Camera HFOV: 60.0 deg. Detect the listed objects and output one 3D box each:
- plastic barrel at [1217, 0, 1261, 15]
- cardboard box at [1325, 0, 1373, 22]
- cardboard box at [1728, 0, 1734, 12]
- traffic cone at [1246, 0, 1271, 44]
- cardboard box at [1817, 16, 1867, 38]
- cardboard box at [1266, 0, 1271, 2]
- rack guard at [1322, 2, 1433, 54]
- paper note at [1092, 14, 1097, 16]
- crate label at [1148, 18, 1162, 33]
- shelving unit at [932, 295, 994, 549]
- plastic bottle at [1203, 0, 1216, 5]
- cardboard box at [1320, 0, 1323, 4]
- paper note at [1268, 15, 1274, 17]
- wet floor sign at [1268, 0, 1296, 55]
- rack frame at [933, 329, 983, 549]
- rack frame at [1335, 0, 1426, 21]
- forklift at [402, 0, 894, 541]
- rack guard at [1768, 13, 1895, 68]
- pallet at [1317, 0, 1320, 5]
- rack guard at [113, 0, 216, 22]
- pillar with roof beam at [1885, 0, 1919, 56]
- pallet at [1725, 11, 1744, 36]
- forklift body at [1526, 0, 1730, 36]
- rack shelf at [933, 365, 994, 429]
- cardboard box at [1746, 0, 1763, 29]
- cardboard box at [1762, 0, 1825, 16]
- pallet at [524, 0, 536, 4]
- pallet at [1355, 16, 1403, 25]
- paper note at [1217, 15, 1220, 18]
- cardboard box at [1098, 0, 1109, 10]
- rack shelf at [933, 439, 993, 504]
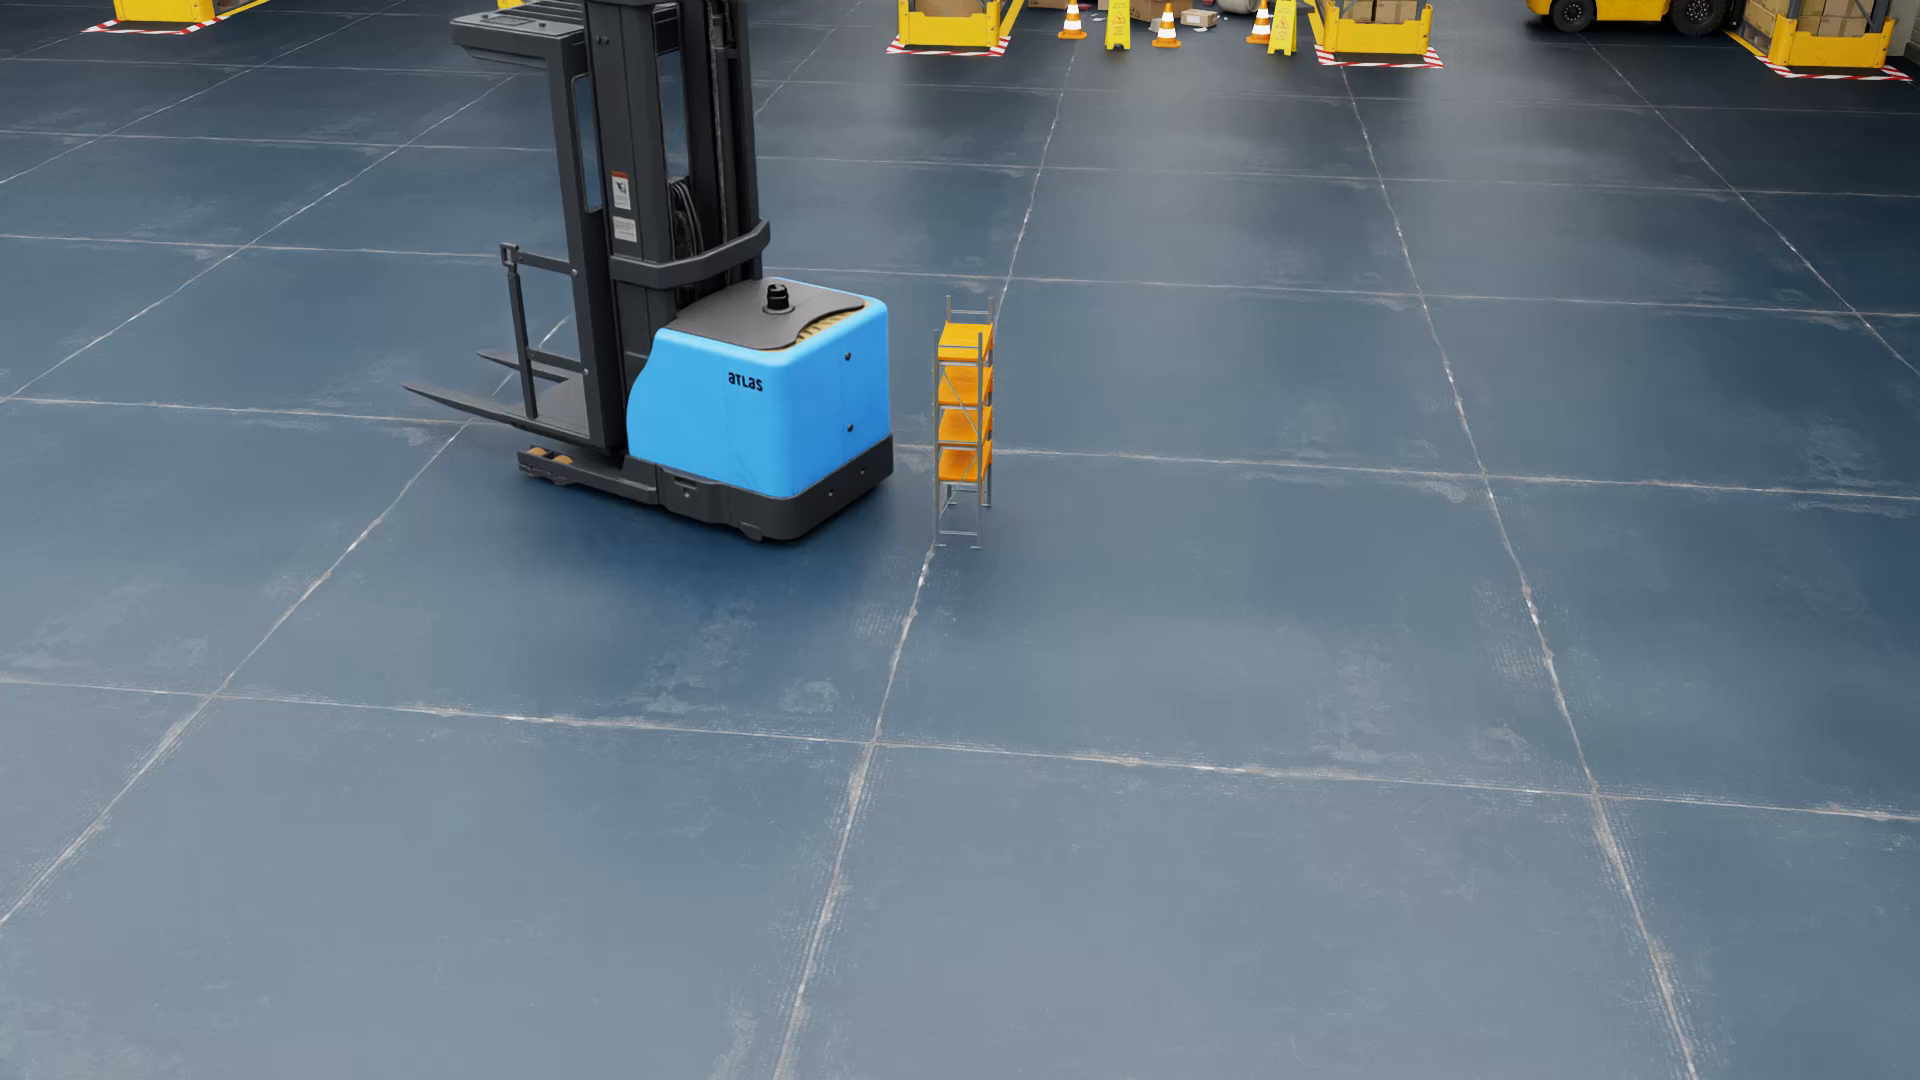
[{"bbox_3d":[3.554,-6.905,21.121,0.421,0.421,0.512,-24,36,-37],"label":"plastic barrel"},{"bbox_3d":[4.638,-6.361,19.851,0.500,0.250,0.500,3,28,6],"label":"cardboard box"},{"bbox_3d":[9.656,-6.621,20.333,0.500,0.250,0.500,4,29,8],"label":"cardboard box"},{"bbox_3d":[3.576,-6.140,19.659,0.336,0.463,0.334,3,28,6],"label":"traffic cone"},{"bbox_3d":[9.984,-5.887,18.971,0.500,0.250,0.500,3,29,6],"label":"cardboard box"},{"bbox_3d":[3.812,-7.337,21.840,0.500,0.500,0.500,-24,36,-37],"label":"cardboard box"},{"bbox_3d":[4.813,-5.915,19.201,1.175,0.500,0.348,3,28,6],"label":"rack guard"},{"bbox_3d":[1.712,-6.676,21.131,0.032,0.001,0.123,20,34,32],"label":"paper note"},{"bbox_3d":[2.467,-6.275,20.252,0.250,0.136,0.298,-11,30,-20],"label":"crate label"},{"bbox_3d":[0.020,-0.606,8.610,0.258,1.200,0.503,3,28,6],"label":"shelving unit"},{"bbox_3d":[3.274,-7.070,21.809,0.133,0.061,0.283,8,29,15],"label":"plastic bottle"},{"bbox_3d":[4.765,-6.840,20.740,0.500,0.250,0.500,2,28,4],"label":"cardboard box"},{"bbox_3d":[3.911,-6.637,21.038,0.142,0.019,0.148,-6,29,-11],"label":"paper note"},{"bbox_3d":[3.718,-5.916,19.050,0.267,0.644,0.232,14,31,24],"label":"wet floor sign"},{"bbox_3d":[-0.010,-0.491,8.397,0.240,1.200,0.015,3,28,6],"label":"rack frame"},{"bbox_3d":[4.803,-6.979,18.542,1.000,3.000,0.127,3,28,6],"label":"rack frame"},{"bbox_3d":[-1.898,-1.792,8.986,3.031,2.935,1.130,16,32,27],"label":"forklift"},{"bbox_3d":[9.727,-5.581,18.582,1.175,0.500,0.348,3,28,6],"label":"rack guard"},{"bbox_3d":[5.246,-7.316,22.108,1.003,0.211,1.213,3,28,6],"label":"pallet"},{"bbox_3d":[-9.985,-6.781,20.810,1.175,0.500,0.348,3,28,6],"label":"rack guard"},{"bbox_3d":[6.438,-9.859,17.563,9.100,9.000,0.400,3,28,6],"label":"pillar with roof beam"},{"bbox_3d":[9.934,-6.400,20.407,1.003,0.211,1.213,3,28,6],"label":"pallet"},{"bbox_3d":[8.152,-7.318,20.065,2.313,2.155,1.214,3,28,6],"label":"forklift body"},{"bbox_3d":[0.020,-0.744,8.536,0.258,0.148,0.480,3,28,6],"label":"rack shelf"},{"bbox_3d":[9.545,-6.140,19.441,0.500,0.250,0.500,3,28,6],"label":"cardboard box"},{"bbox_3d":[9.480,-6.134,18.903,0.500,0.250,0.500,3,28,6],"label":"cardboard box"},{"bbox_3d":[-4.888,-6.744,21.045,1.003,0.211,1.213,3,28,6],"label":"pallet"},{"bbox_3d":[4.947,-6.168,19.976,1.003,0.211,1.213,3,28,6],"label":"pallet"},{"bbox_3d":[3.197,-6.619,21.016,0.148,0.019,0.142,14,31,24],"label":"paper note"},{"bbox_3d":[1.986,-6.982,21.431,0.396,0.266,0.258,8,29,15],"label":"cardboard box"},{"bbox_3d":[0.020,-0.372,8.736,0.258,0.148,0.480,3,28,6],"label":"rack shelf"}]
